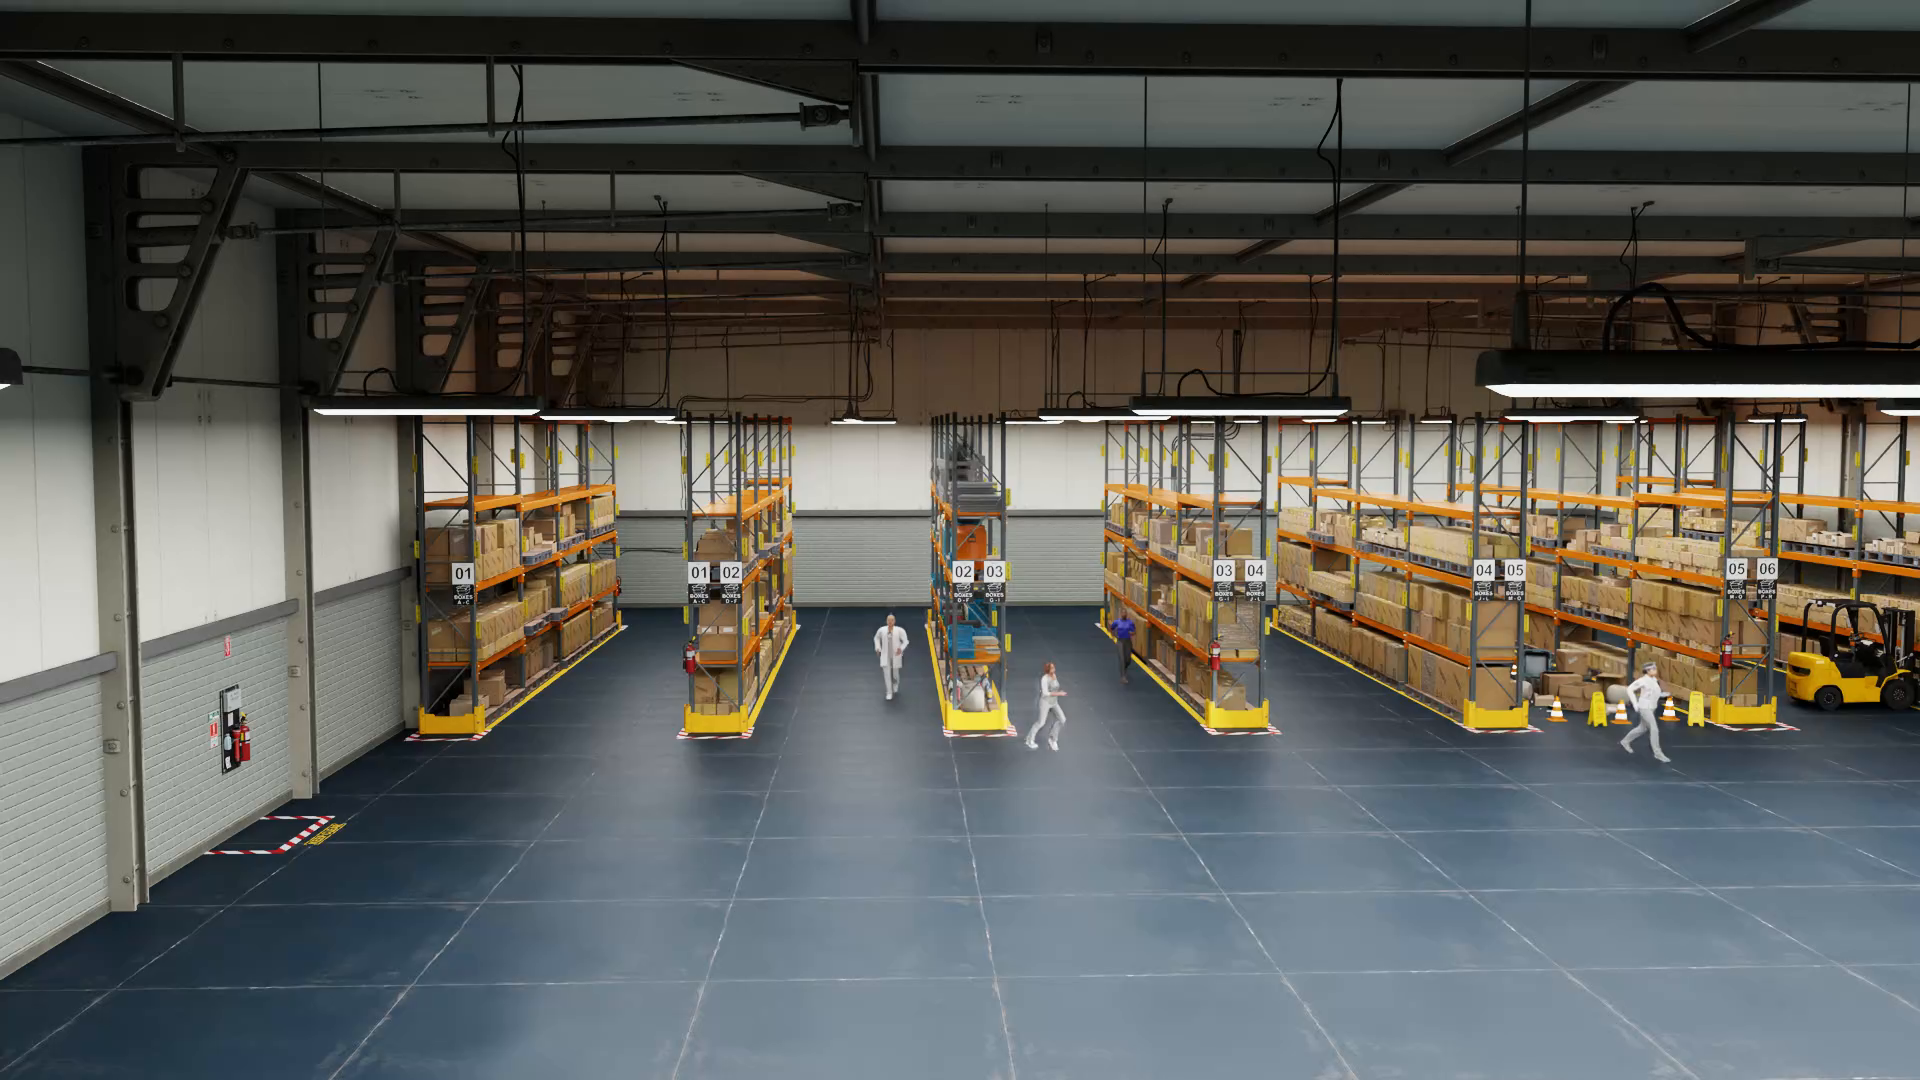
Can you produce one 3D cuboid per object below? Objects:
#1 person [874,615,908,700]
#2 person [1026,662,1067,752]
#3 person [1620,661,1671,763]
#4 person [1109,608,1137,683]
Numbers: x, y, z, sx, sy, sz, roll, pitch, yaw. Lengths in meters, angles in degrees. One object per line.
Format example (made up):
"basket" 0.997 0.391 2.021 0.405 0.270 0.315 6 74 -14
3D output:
"person" -1.461 2.451 35.106 0.743 1.751 0.934 0 4 2
"person" 1.557 2.927 29.302 0.815 1.597 0.542 3 5 38
"person" 11.775 2.908 28.543 0.600 1.699 0.927 -4 5 -43
"person" 3.676 2.344 37.366 0.583 1.633 0.904 0 4 -7
